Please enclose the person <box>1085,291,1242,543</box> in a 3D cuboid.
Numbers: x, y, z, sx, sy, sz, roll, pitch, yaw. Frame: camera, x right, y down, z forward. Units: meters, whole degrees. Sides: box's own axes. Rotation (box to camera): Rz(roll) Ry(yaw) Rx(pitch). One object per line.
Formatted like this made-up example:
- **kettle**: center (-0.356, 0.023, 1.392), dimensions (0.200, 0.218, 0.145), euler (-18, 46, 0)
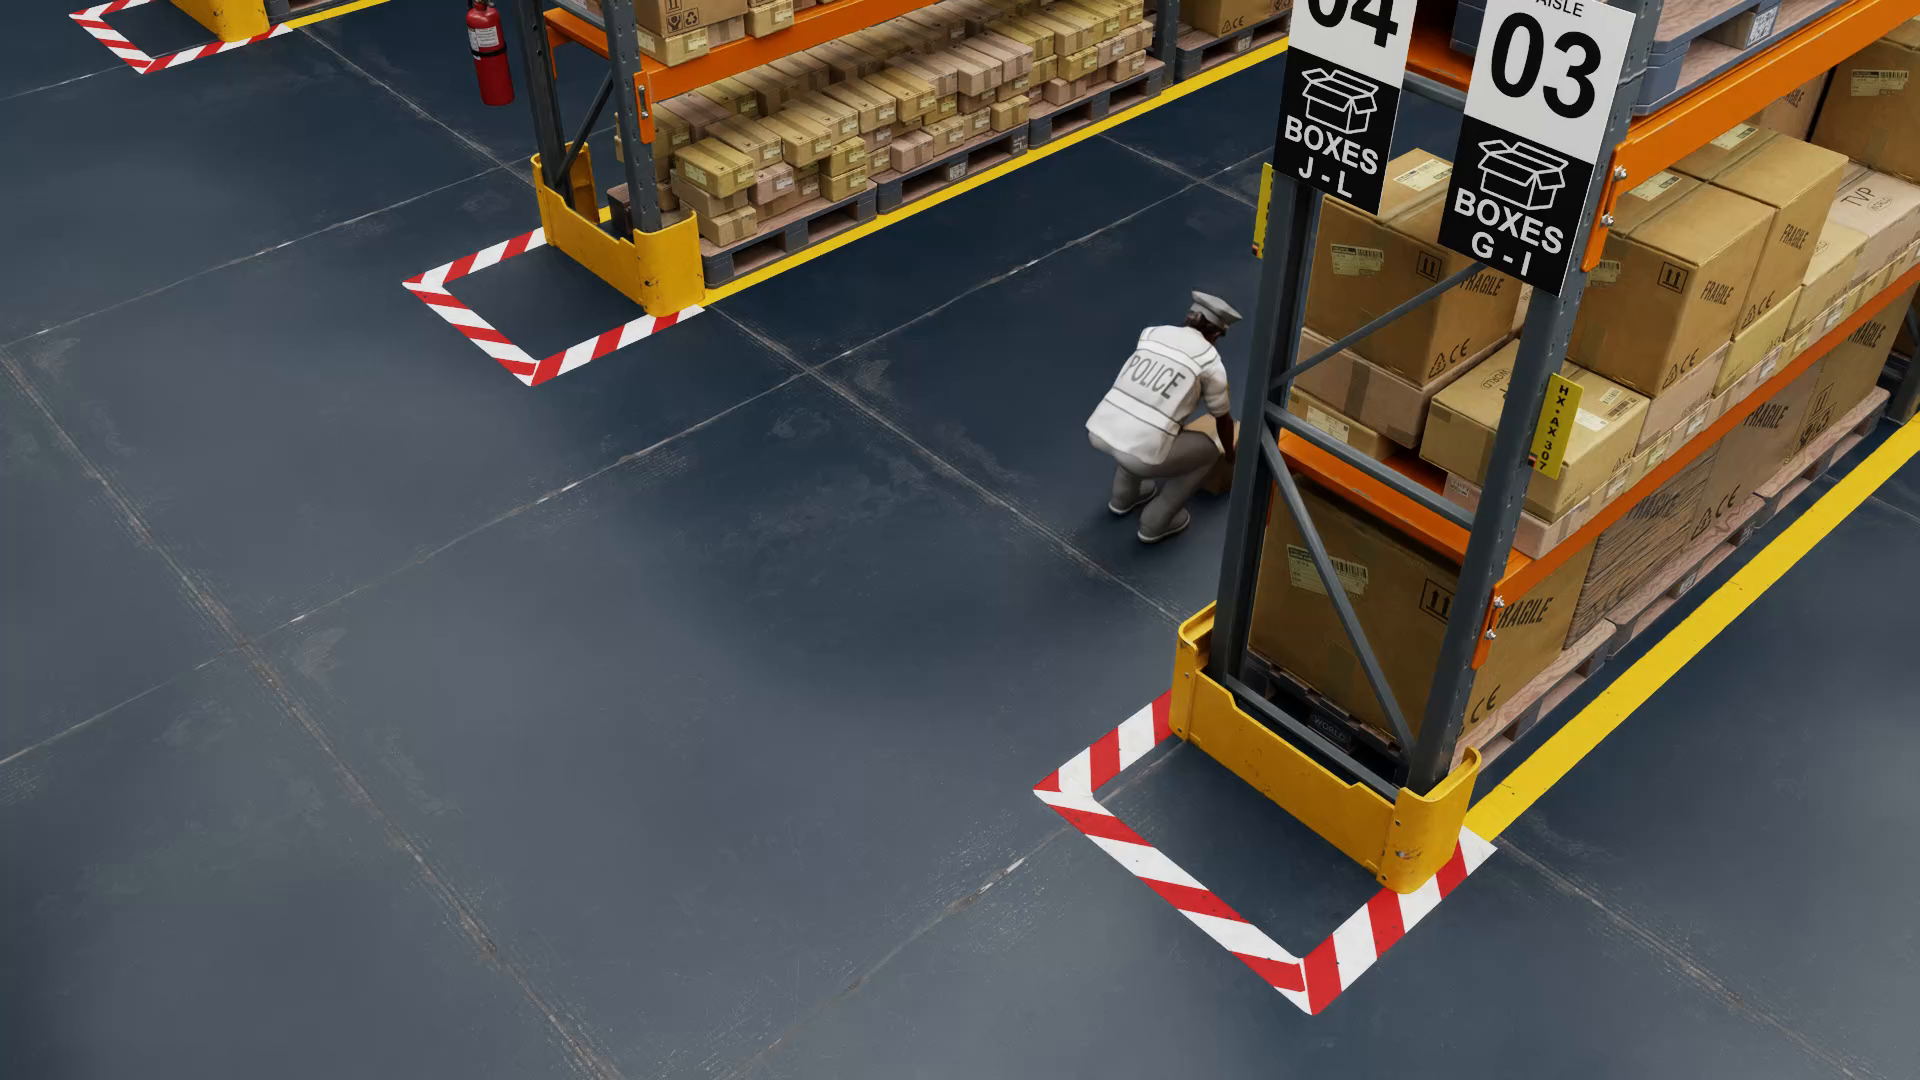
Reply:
- **person**: center (0.910, -0.544, 7.332), dimensions (0.854, 0.988, 0.484), euler (-31, 49, -31)
